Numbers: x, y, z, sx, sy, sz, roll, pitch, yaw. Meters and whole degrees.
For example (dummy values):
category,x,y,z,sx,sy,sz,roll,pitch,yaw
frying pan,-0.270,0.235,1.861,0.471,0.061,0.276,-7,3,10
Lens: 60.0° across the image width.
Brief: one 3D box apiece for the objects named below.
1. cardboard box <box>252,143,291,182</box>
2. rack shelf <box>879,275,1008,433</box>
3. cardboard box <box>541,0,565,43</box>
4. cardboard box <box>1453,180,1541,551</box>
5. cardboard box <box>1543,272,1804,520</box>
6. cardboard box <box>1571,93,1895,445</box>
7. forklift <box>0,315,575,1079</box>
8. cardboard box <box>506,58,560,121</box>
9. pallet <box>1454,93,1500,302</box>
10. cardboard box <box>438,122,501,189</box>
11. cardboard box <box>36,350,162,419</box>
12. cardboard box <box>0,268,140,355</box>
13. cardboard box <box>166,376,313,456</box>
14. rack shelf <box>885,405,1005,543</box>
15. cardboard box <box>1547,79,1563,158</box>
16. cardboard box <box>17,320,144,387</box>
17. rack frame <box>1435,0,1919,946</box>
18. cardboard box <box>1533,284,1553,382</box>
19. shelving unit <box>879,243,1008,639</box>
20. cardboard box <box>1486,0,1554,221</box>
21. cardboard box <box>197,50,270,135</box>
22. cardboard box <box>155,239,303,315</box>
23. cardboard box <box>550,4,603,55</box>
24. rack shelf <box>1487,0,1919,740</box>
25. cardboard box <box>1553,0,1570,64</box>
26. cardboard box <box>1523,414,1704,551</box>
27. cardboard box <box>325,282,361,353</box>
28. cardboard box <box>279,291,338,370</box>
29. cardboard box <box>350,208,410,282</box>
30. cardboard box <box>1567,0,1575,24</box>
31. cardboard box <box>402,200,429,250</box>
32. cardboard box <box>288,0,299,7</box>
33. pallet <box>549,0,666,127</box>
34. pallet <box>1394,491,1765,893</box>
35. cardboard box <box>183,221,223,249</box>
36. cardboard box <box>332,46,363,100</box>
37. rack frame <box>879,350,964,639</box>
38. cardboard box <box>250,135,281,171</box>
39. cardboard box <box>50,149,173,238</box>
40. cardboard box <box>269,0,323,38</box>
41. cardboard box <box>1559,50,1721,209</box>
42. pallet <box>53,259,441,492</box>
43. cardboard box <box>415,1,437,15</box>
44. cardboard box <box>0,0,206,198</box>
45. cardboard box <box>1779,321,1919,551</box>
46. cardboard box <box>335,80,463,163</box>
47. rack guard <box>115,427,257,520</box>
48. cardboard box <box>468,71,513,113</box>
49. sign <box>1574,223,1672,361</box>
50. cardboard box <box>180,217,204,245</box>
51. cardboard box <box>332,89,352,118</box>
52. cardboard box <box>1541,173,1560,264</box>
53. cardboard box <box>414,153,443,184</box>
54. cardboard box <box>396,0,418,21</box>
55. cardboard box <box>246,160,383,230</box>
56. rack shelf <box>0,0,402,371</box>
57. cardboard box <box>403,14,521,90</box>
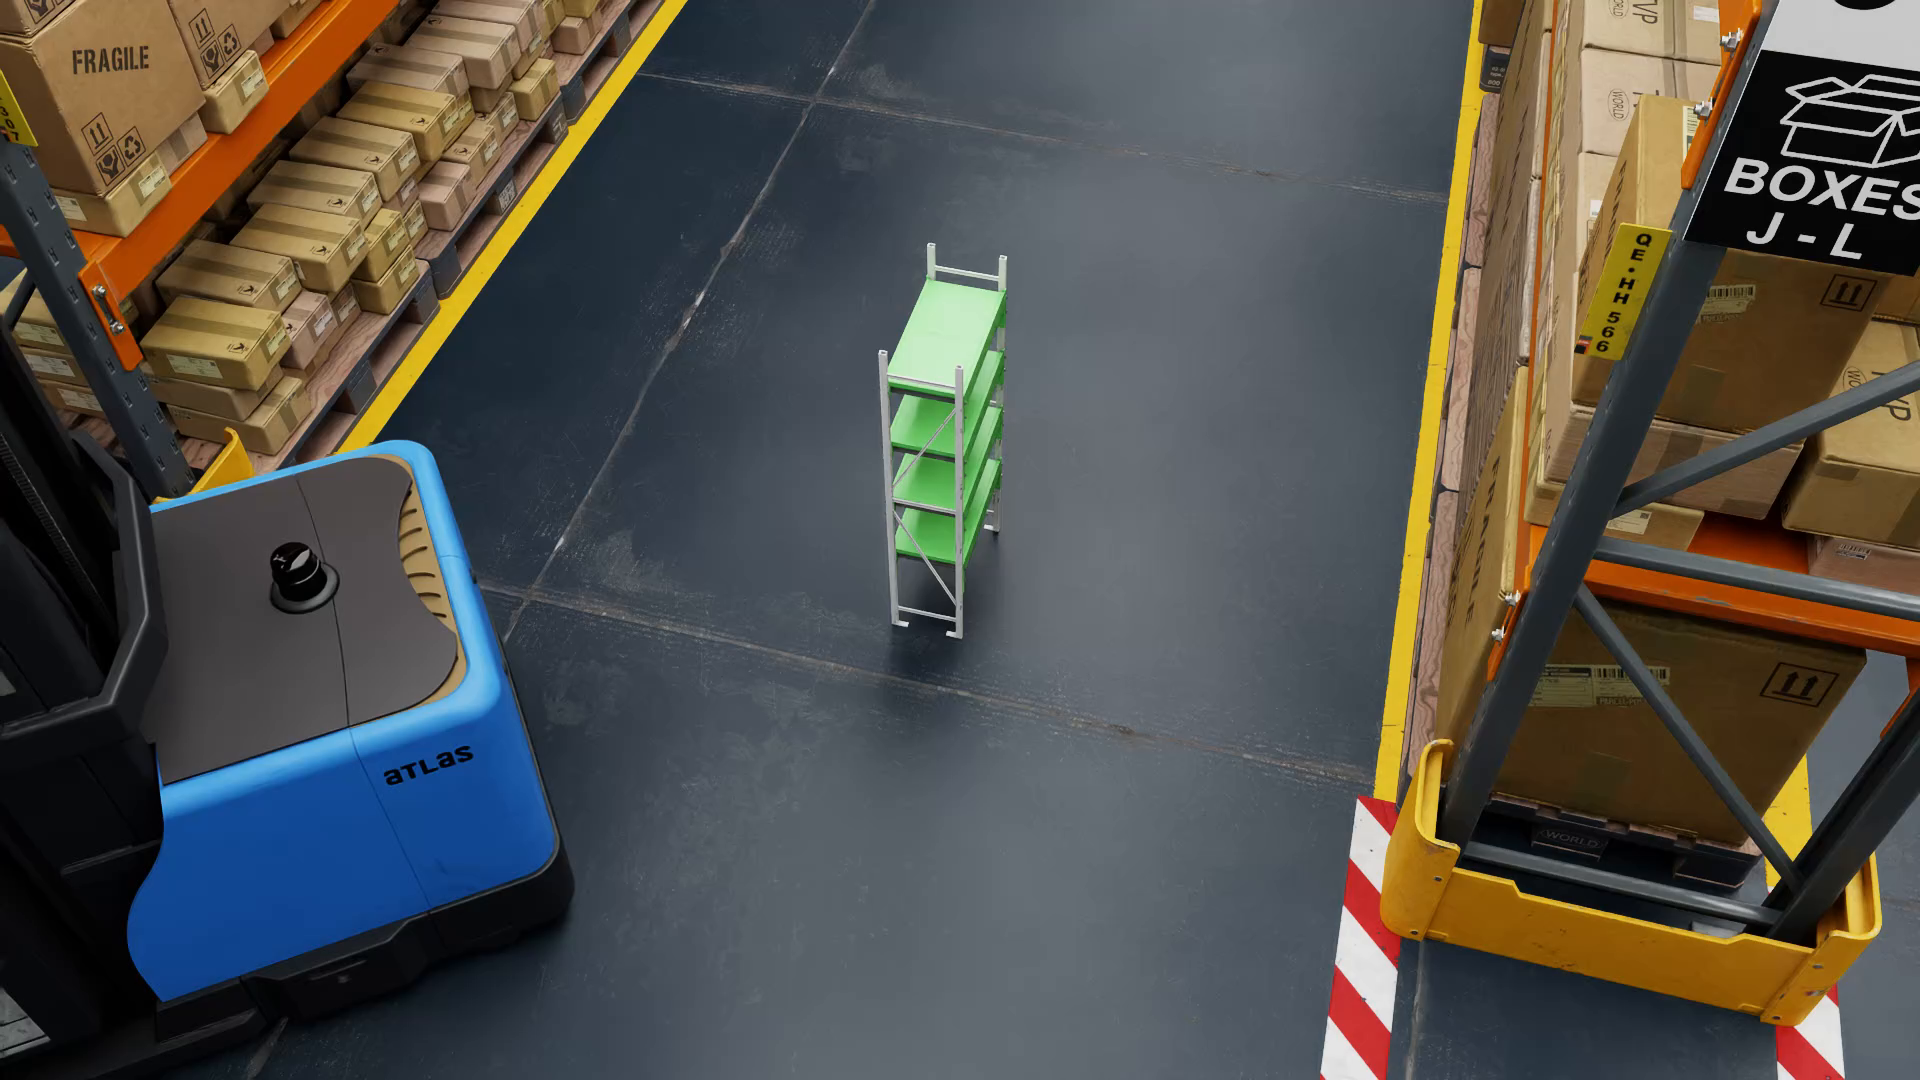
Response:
category,x,y,z,sx,sy,sz,roll,pitch,yaw
cardboard box,-2.824,-1.437,6.441,0.380,0.149,0.250,12,50,11
rack shelf,-0.044,-0.553,4.883,0.258,0.148,0.480,12,50,10
cardboard box,-1.944,-2.291,7.194,0.380,0.149,0.250,12,50,10
cardboard box,2.142,-0.473,5.304,0.875,0.875,0.875,12,50,10
cardboard box,1.683,-0.352,3.961,0.500,0.250,0.500,11,49,9
cardboard box,1.686,-0.601,3.681,0.500,0.500,0.500,12,50,10
forklift,-2.671,0.207,3.612,3.031,2.935,1.130,-18,51,-15
cardboard box,-1.941,-1.941,7.084,0.380,0.149,0.250,11,50,10
pallet,2.589,-1.336,6.788,1.003,0.211,1.213,12,50,10
cardboard box,-2.106,-1.585,6.769,0.380,0.149,0.250,12,50,10
cardboard box,-3.009,-0.569,5.873,0.380,0.149,0.250,12,50,11
cardboard box,-3.052,-0.777,5.660,0.380,0.149,0.250,12,50,10
cardboard box,-2.500,-0.463,5.780,0.380,0.149,0.250,12,50,11
rack shelf,-0.044,-0.235,5.242,0.258,0.148,0.480,12,50,10
cardboard box,1.990,-1.245,5.016,0.380,0.149,0.250,12,50,11
cardboard box,-3.083,-0.684,5.776,0.380,0.149,0.250,10,49,9
rack frame,1.812,0.100,3.661,1.000,3.000,0.127,12,50,10
cardboard box,1.722,-0.510,4.367,0.380,0.149,0.250,12,50,10
shelving unit,-0.044,-0.277,5.194,0.258,1.200,0.503,12,50,10
cardboard box,2.614,-1.767,6.446,0.875,0.875,0.875,12,50,10
cardboard box,-2.396,-1.415,5.165,0.380,0.149,0.250,10,49,9
cardboard box,-2.525,-0.879,5.750,0.380,0.149,0.250,12,50,11
cardboard box,-1.825,-2.314,7.413,0.380,0.149,0.250,10,49,9
rack shelf,2.338,-1.109,5.207,1.077,0.370,4.000,12,50,10
cardboard box,2.125,-1.624,5.350,0.380,0.149,0.250,12,50,10
cardboard box,1.588,-0.139,4.040,0.380,0.149,0.250,12,50,11
cardboard box,-2.451,-0.850,6.121,0.380,0.149,0.250,12,50,10
cardboard box,-2.435,-0.761,5.844,0.380,0.149,0.250,11,50,10
cardboard box,-2.283,-1.120,6.161,0.380,0.149,0.250,13,50,11
cardboard box,2.221,-1.819,5.257,0.500,0.250,0.500,13,50,11
cardboard box,-2.303,-1.216,6.444,0.380,0.149,0.250,12,50,10
cardboard box,-2.305,-2.098,5.335,0.500,0.500,0.500,12,50,11
pallet,-2.037,-2.430,7.753,1.003,0.211,1.213,12,50,10
pallet,1.947,0.429,5.231,1.003,0.211,1.213,12,50,10
cardboard box,-2.948,-1.060,6.108,0.380,0.149,0.250,10,49,8
cardboard box,-2.621,-1.904,6.654,0.380,0.149,0.250,12,50,10
rack frame,-0.108,-0.101,5.039,0.240,1.200,0.015,12,50,10
cardboard box,-2.839,-1.540,6.333,0.380,0.149,0.250,13,50,11
cardboard box,-2.545,-1.038,4.833,0.380,0.149,0.250,11,50,10
cardboard box,-2.365,-1.820,5.524,0.380,0.149,0.250,11,50,10
cardboard box,1.951,-1.087,4.610,0.500,0.250,0.500,10,49,9
pallet,-2.679,-0.665,6.196,1.003,0.211,1.213,12,50,10
cardboard box,-2.381,-2.361,7.256,0.380,0.149,0.250,9,49,8
cardboard box,-2.562,-1.354,4.679,0.500,0.500,0.500,14,50,12
cardboard box,2.198,-0.243,3.865,0.500,0.250,0.500,10,49,9
cardboard box,-2.154,-1.612,6.397,0.380,0.149,0.250,12,50,11
rack guard,-2.927,-0.180,5.575,1.175,0.500,0.348,12,50,10
cardboard box,-2.082,-1.913,6.861,0.380,0.149,0.250,9,49,8
sign,1.292,-0.479,3.241,0.100,0.325,0.005,12,50,10
cardboard box,-2.985,-1.160,5.998,0.380,0.149,0.250,11,49,9
cardboard box,-2.693,-1.824,6.782,0.380,0.149,0.250,12,50,10
cardboard box,1.855,-0.878,4.692,0.380,0.149,0.250,11,49,9
cardboard box,-2.274,-1.535,6.527,0.380,0.149,0.250,14,50,12
cardboard box,-2.526,-2.288,6.993,0.380,0.149,0.250,13,50,11
cardboard box,-2.349,-1.232,6.061,0.380,0.149,0.250,9,49,8
rack shelf,-2.420,-2.160,6.136,1.077,0.370,4.000,12,50,10
cardboard box,-2.009,-1.971,6.713,0.380,0.149,0.250,10,49,9
